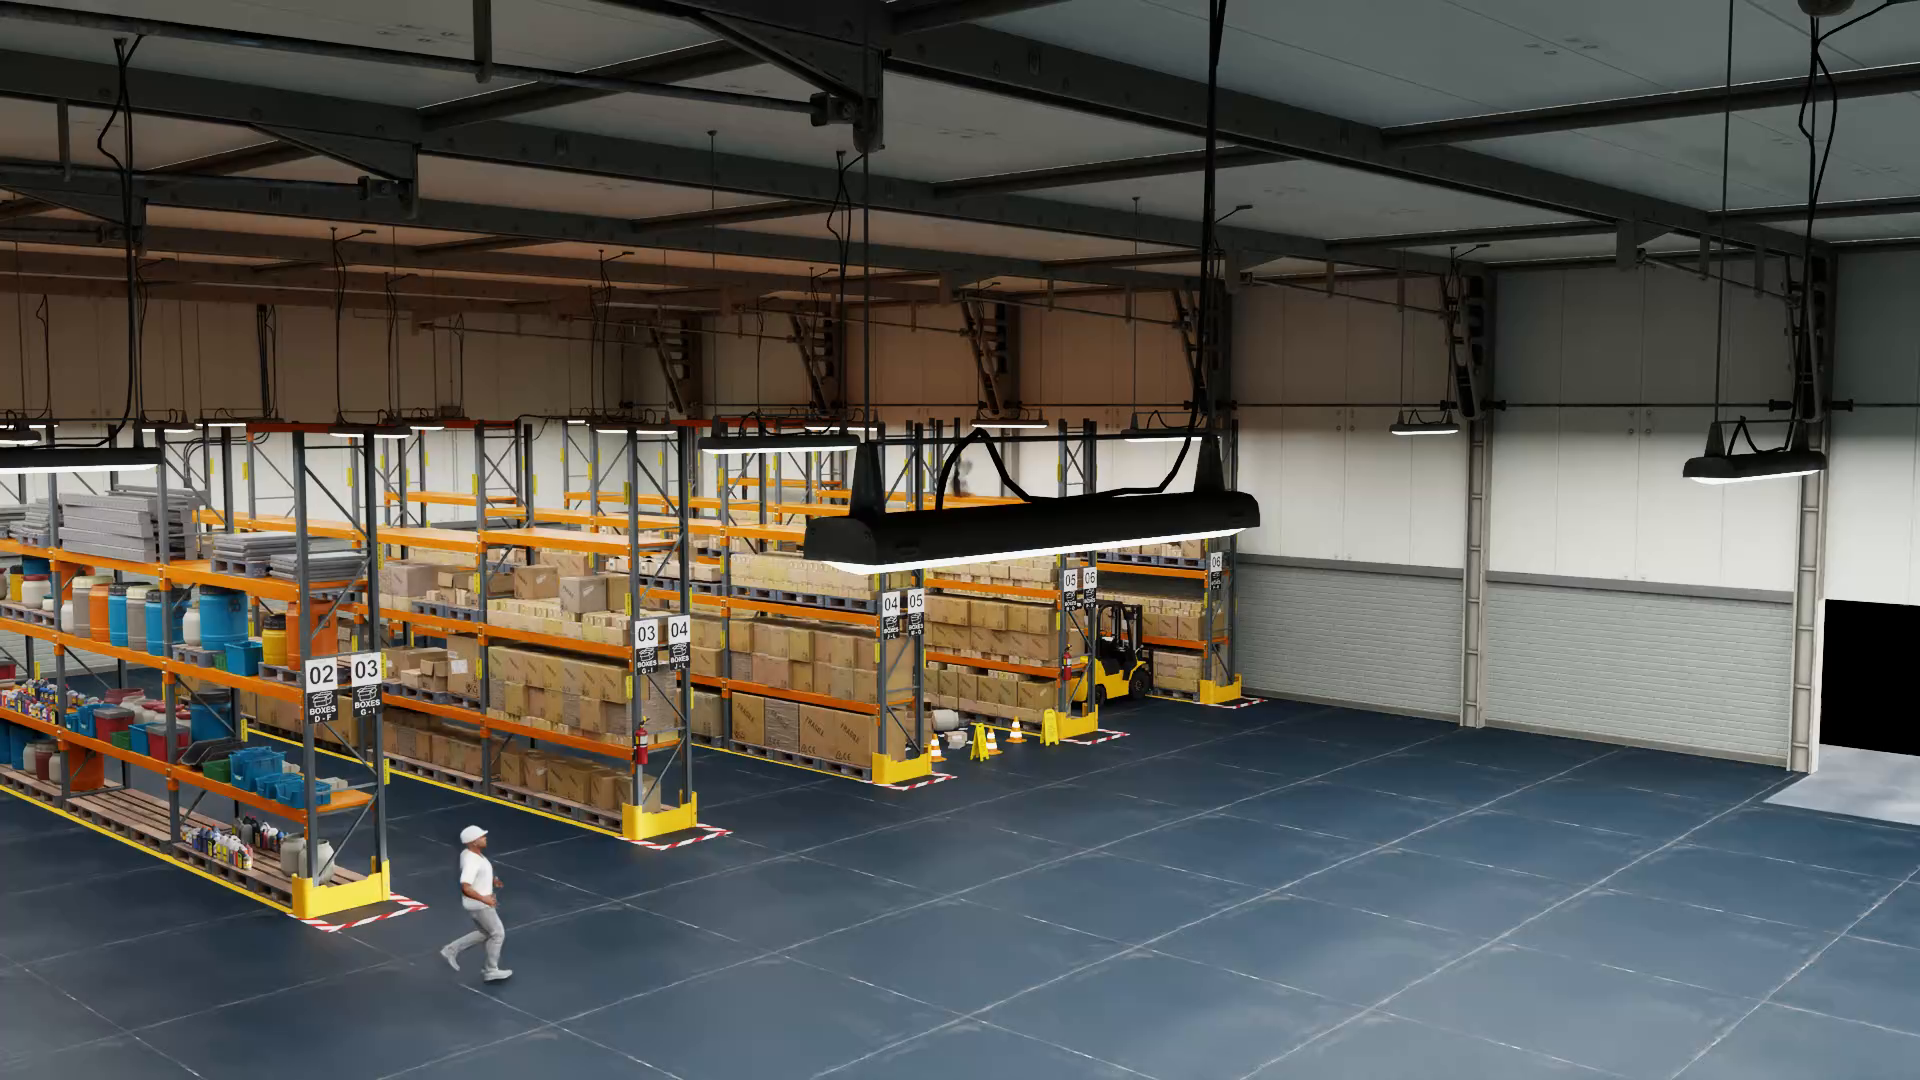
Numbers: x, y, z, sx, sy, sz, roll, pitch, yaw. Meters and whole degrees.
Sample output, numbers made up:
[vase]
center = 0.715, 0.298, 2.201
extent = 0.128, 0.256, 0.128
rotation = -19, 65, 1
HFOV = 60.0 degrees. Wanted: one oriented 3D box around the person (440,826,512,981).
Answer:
[person]
center = -5.306, 3.981, 18.203
extent = 0.753, 1.726, 0.707
rotation = -2, 5, -20
